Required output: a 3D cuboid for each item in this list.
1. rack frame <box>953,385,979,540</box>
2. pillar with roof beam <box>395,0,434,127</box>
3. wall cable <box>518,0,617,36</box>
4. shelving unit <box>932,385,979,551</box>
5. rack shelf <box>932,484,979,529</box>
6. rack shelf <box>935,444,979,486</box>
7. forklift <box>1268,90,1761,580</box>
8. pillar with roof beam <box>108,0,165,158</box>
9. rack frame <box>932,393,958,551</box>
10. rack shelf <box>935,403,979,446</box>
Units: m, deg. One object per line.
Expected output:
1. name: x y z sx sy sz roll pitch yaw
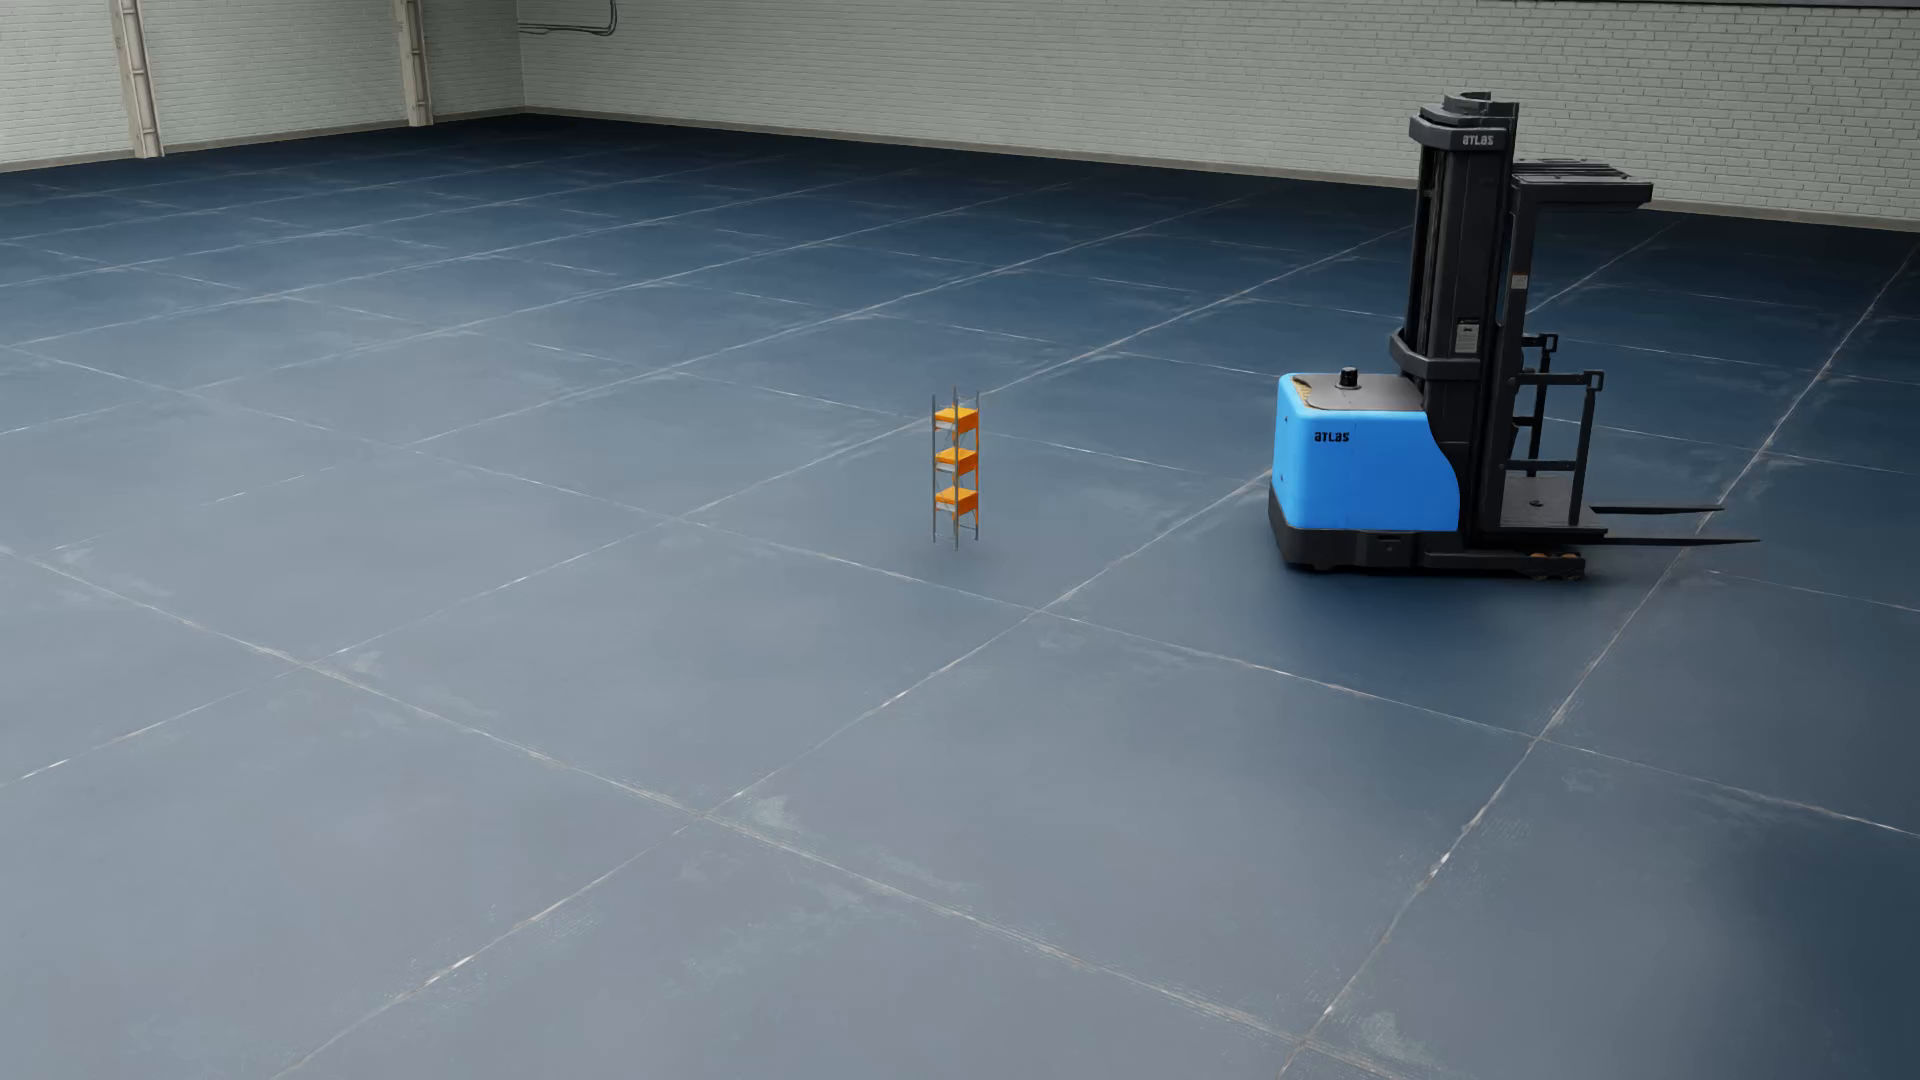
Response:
1. rack frame: 0.038 -0.512 11.136 0.200 1.050 0.008 13 24 32
2. pillar with roof beam: -7.637 -11.996 30.725 9.100 9.000 0.400 13 24 32
3. wall cable: -8.448 -11.967 35.121 3.097 2.526 0.112 13 24 32
4. shelving unit: -0.030 -0.477 11.041 0.215 1.050 0.252 13 24 32
5. rack shelf: -0.030 -0.206 11.141 0.215 0.259 0.240 13 24 32
6. rack shelf: -0.030 -0.467 11.045 0.215 0.259 0.240 13 24 32
7. forklift: 3.625 -1.308 10.577 3.031 2.935 1.130 1 20 3
8. pillar with roof beam: -11.010 -10.275 26.071 9.100 9.000 0.400 13 24 32
9. rack frame: -0.099 -0.442 10.947 0.200 1.050 0.008 13 24 32
10. rack shelf: -0.030 -0.733 10.947 0.215 0.259 0.240 13 24 32
